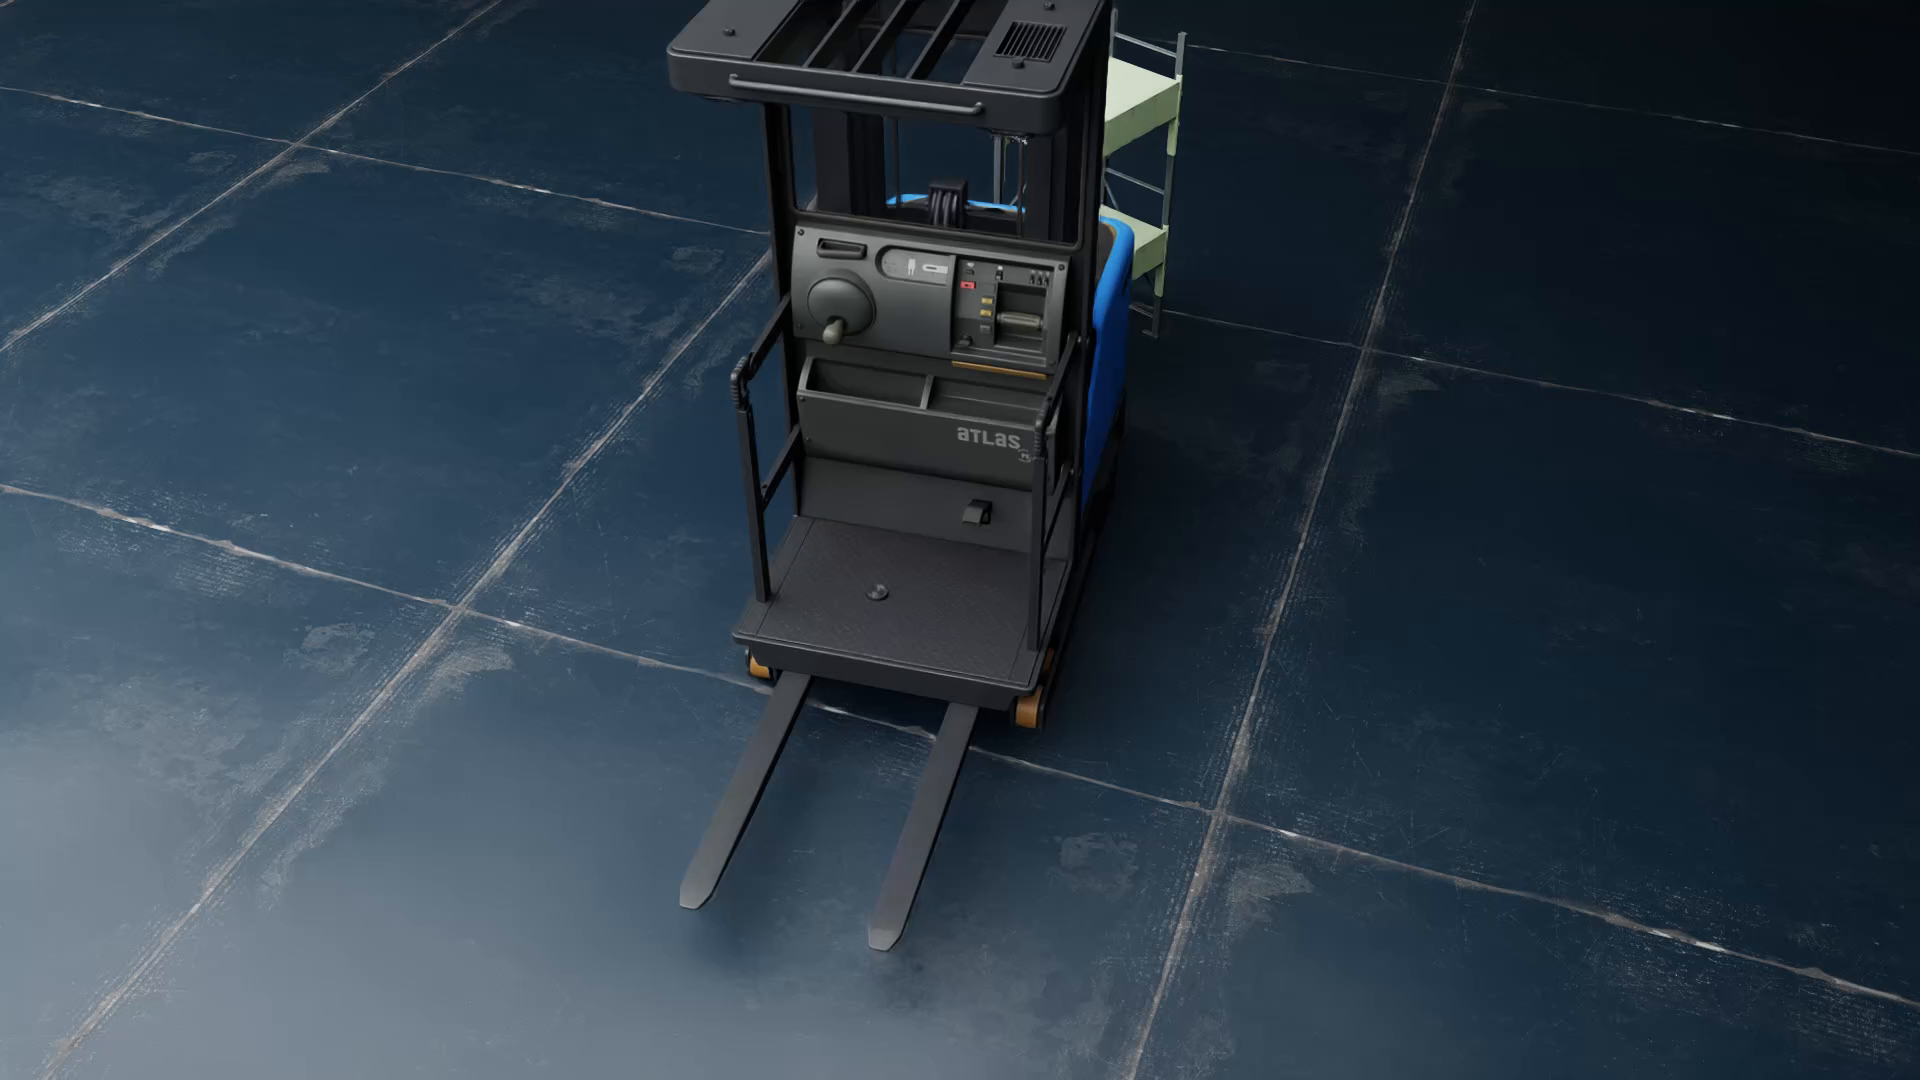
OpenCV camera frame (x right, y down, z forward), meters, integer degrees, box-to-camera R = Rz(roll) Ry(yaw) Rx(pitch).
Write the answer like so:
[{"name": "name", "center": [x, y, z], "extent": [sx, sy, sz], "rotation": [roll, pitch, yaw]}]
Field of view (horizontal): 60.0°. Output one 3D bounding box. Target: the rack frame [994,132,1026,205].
[{"name": "rack frame", "center": [0.300, -1.261, 7.073], "extent": [0.400, 1.500, 0.023], "rotation": [31, 49, 31]}]

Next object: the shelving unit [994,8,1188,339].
[{"name": "shelving unit", "center": [0.546, -1.437, 7.279], "extent": [0.431, 1.500, 0.755], "rotation": [31, 49, 31]}]

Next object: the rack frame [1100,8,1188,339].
[{"name": "rack frame", "center": [0.792, -1.613, 7.485], "extent": [0.400, 1.500, 0.023], "rotation": [31, 49, 31]}]

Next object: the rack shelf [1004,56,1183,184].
[{"name": "rack shelf", "center": [0.546, -1.734, 7.026], "extent": [0.431, 0.370, 0.720], "rotation": [31, 49, 31]}]

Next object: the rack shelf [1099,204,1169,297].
[{"name": "rack shelf", "center": [0.546, -1.189, 7.491], "extent": [0.431, 0.370, 0.720], "rotation": [31, 49, 31]}]

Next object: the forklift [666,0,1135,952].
[{"name": "forklift", "center": [-0.158, -0.721, 5.337], "extent": [1.130, 2.935, 3.031], "rotation": [10, 41, 11]}]
